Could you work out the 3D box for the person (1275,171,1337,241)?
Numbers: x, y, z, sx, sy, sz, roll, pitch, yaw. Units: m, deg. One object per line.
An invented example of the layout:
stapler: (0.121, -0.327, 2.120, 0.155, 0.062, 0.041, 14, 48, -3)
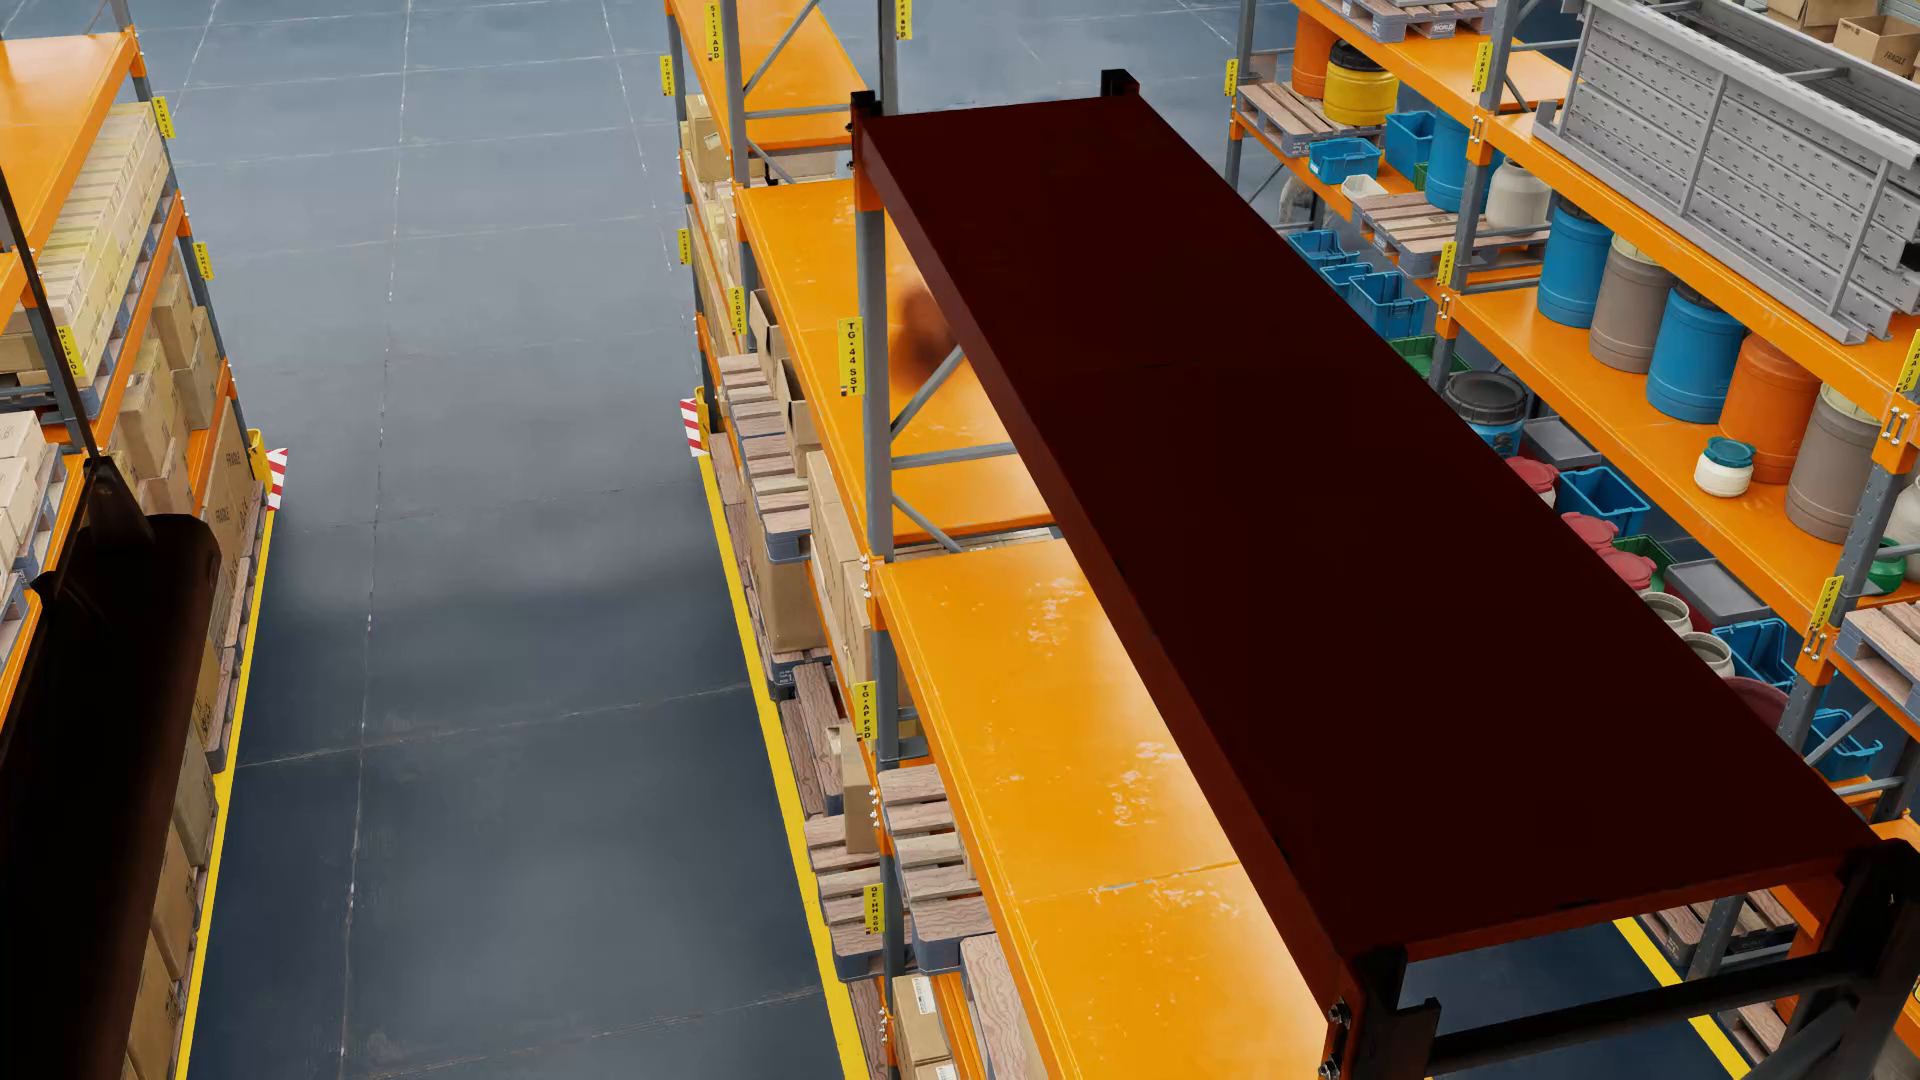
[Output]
person: (3.886, -4.150, 18.609, 0.863, 1.746, 0.699, 2, 34, 3)
